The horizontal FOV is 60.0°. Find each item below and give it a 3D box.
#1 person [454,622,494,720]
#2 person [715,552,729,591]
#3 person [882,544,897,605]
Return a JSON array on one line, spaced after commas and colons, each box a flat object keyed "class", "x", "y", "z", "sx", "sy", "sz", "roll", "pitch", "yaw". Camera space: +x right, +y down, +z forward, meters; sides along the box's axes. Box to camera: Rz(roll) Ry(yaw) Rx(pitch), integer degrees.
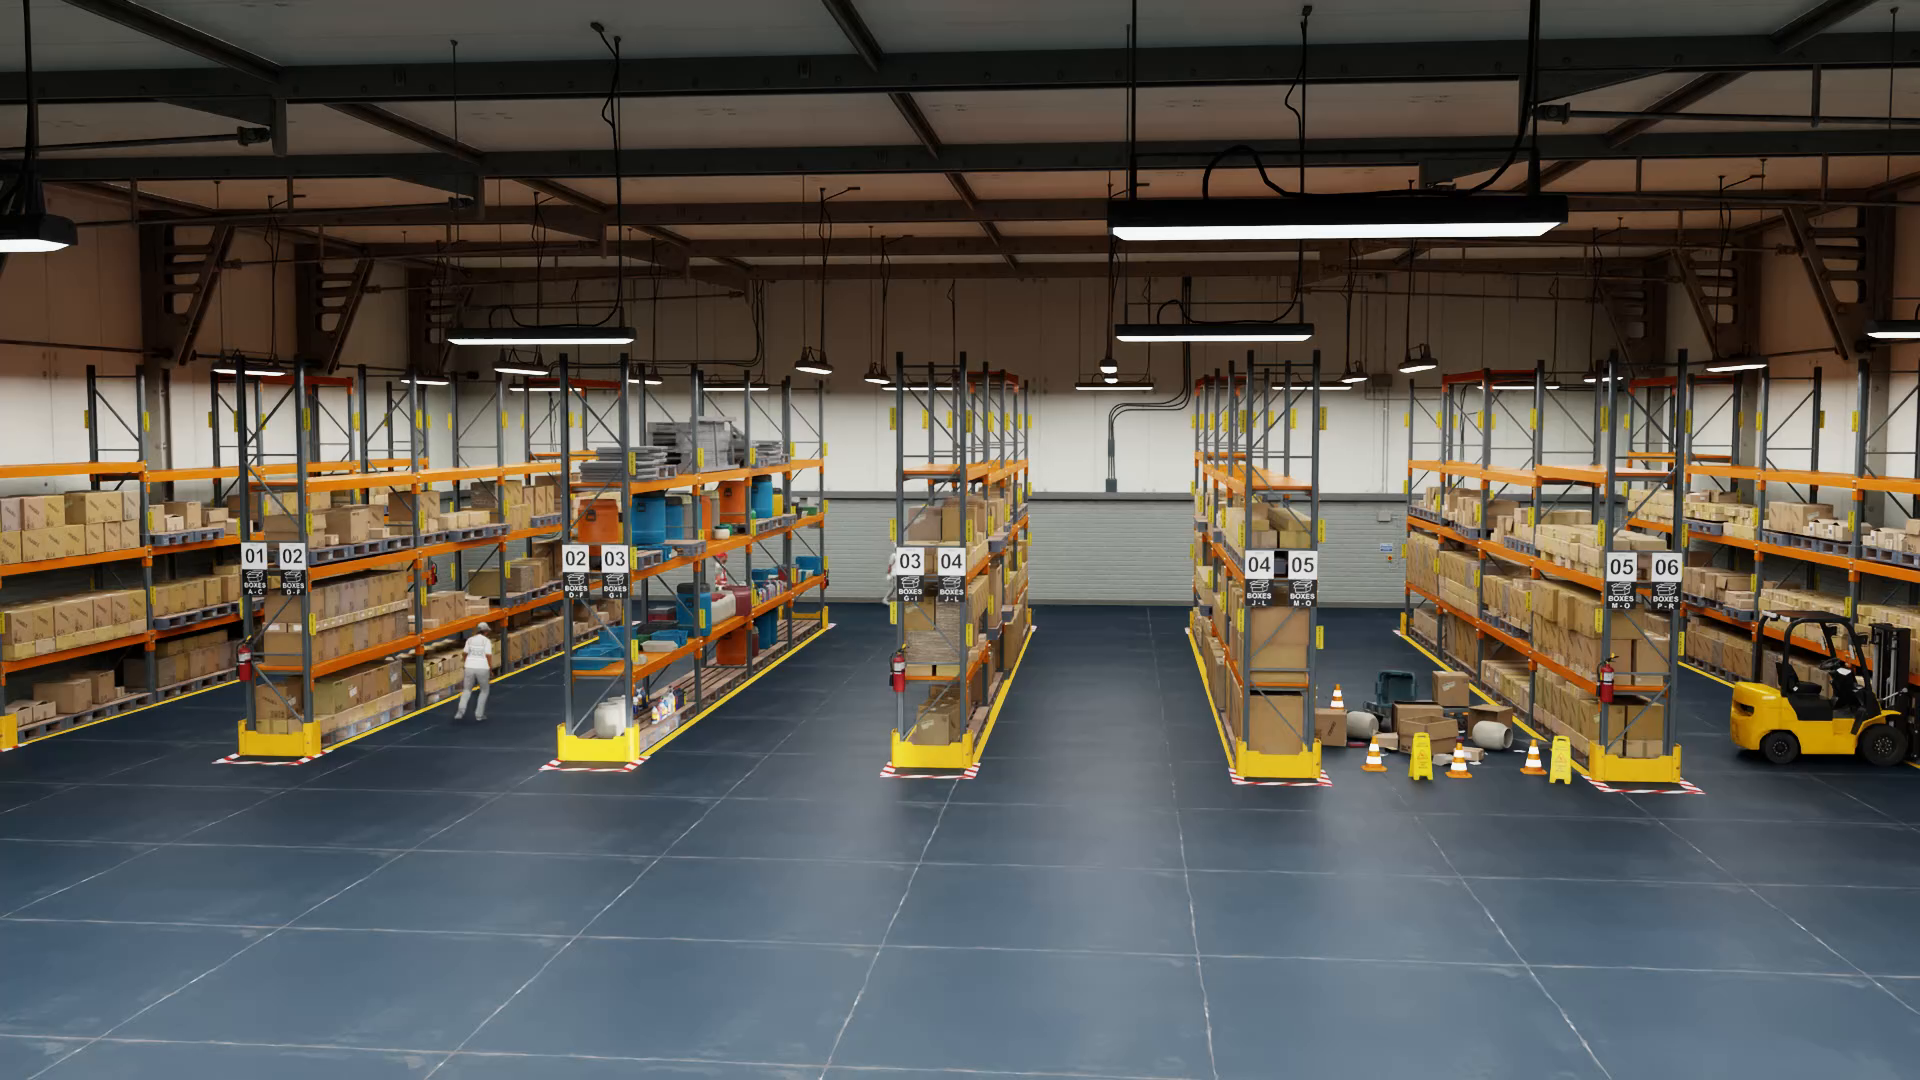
[{"class": "person", "x": -8.113, "y": 2.211, "z": 27.842, "sx": 0.567, "sy": 1.638, "sz": 0.696, "roll": 0, "pitch": 4, "yaw": 7}, {"class": "person", "x": -5.996, "y": 1.169, "z": 41.253, "sx": 0.759, "sy": 1.787, "sz": 0.566, "roll": -1, "pitch": 4, "yaw": -12}, {"class": "person", "x": -1.626, "y": 0.946, "z": 44.824, "sx": 1.077, "sy": 1.743, "sz": 0.524, "roll": 2, "pitch": 4, "yaw": 21}]
